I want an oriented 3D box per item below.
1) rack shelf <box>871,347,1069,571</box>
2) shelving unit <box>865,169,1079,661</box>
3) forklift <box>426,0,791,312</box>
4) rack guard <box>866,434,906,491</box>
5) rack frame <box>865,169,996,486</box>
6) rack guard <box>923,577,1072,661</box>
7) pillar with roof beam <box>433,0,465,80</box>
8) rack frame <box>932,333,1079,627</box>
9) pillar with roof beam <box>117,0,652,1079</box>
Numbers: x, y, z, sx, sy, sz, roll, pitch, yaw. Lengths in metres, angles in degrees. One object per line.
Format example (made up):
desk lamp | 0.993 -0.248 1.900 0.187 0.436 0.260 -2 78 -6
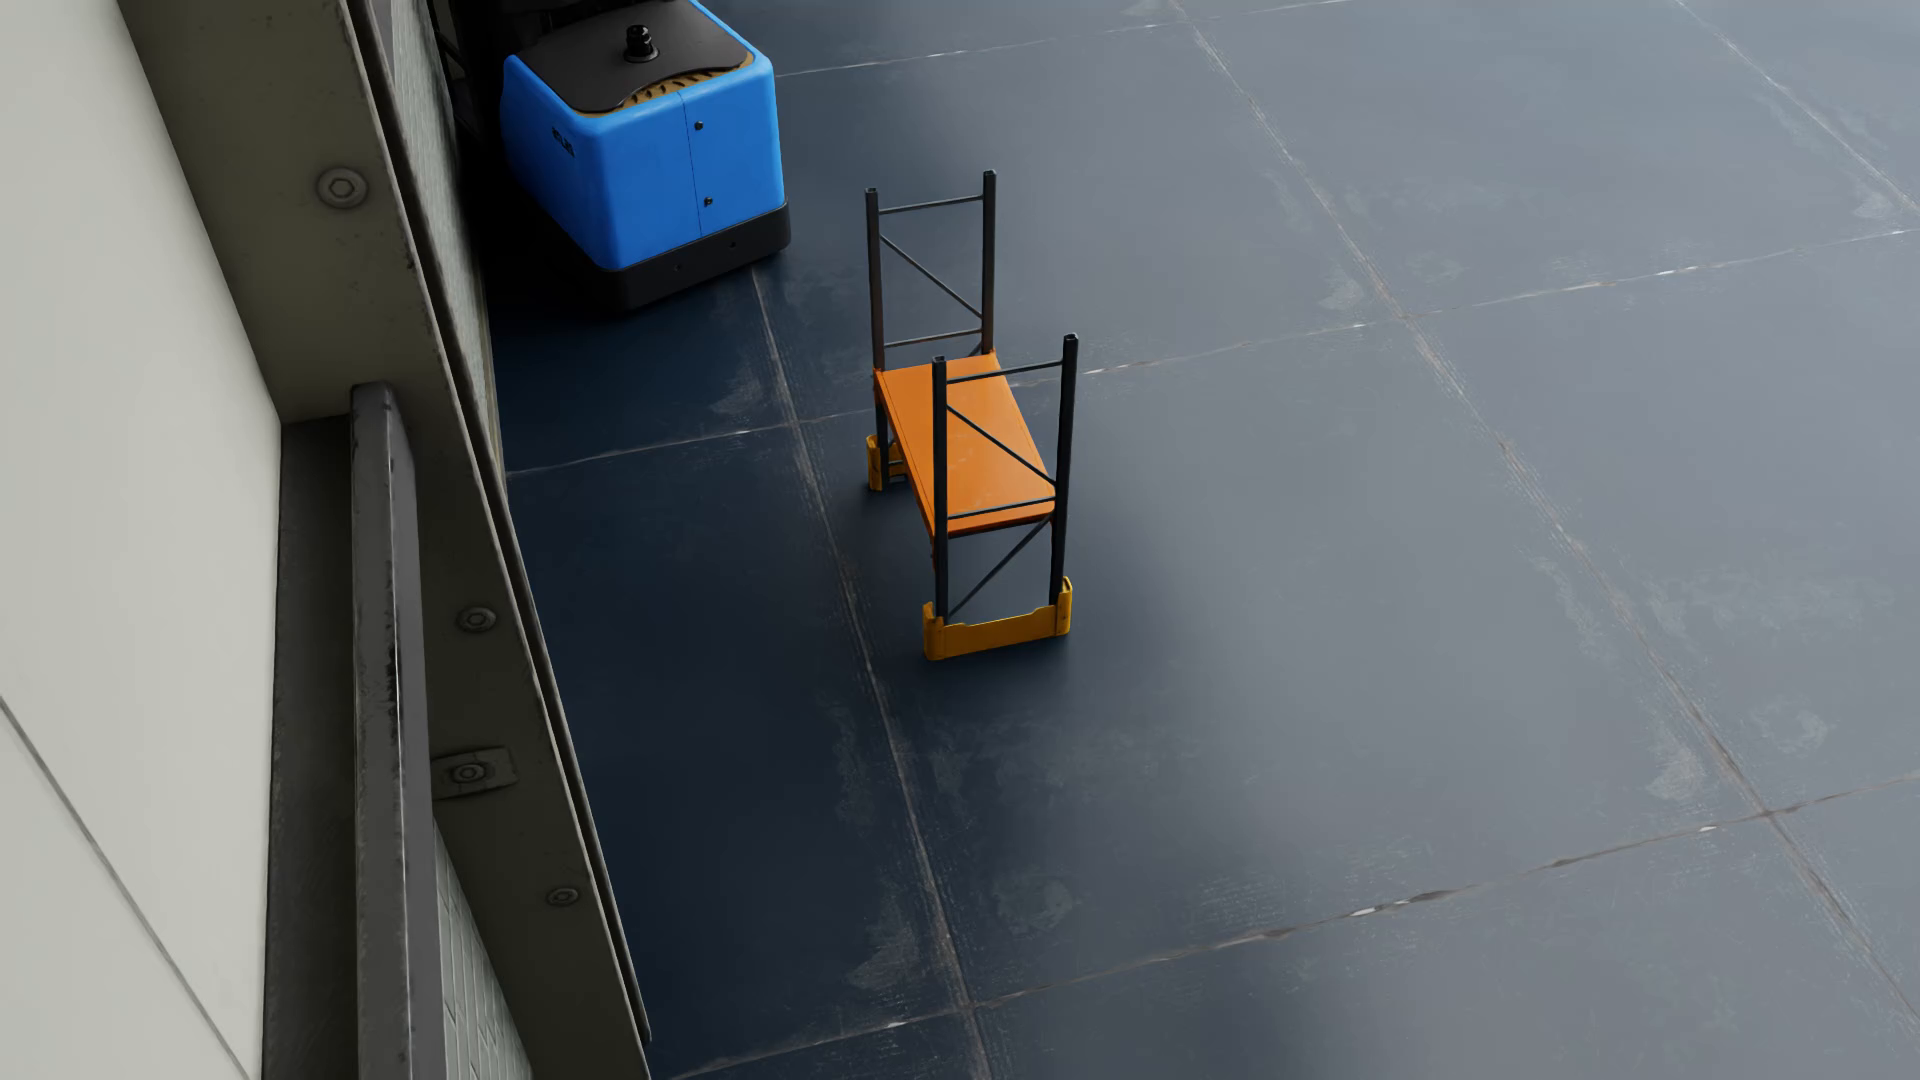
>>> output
rack shelf | 0.022 -0.340 6.536 0.538 0.185 1.000 -11 47 -10
shelving unit | 0.020 -0.472 6.414 0.587 1.500 1.083 -11 47 -10
forklift | -2.117 -3.132 8.018 1.130 2.935 3.031 -27 51 -24
rack guard | -0.108 -0.379 7.197 0.587 0.250 0.087 -11 47 -10
rack frame | -0.108 -0.817 6.751 0.500 1.500 0.032 -11 47 -10
rack guard | 0.147 0.309 6.523 0.587 0.250 0.087 -11 47 -10
pillar with roof beam | 1.512 -6.322 6.896 9.100 9.000 0.400 -11 47 -10
rack frame | 0.152 -0.115 6.063 0.500 1.500 0.032 -11 47 -10
pillar with roof beam | 3.048 -2.180 2.836 9.100 9.000 0.400 -11 47 -10
